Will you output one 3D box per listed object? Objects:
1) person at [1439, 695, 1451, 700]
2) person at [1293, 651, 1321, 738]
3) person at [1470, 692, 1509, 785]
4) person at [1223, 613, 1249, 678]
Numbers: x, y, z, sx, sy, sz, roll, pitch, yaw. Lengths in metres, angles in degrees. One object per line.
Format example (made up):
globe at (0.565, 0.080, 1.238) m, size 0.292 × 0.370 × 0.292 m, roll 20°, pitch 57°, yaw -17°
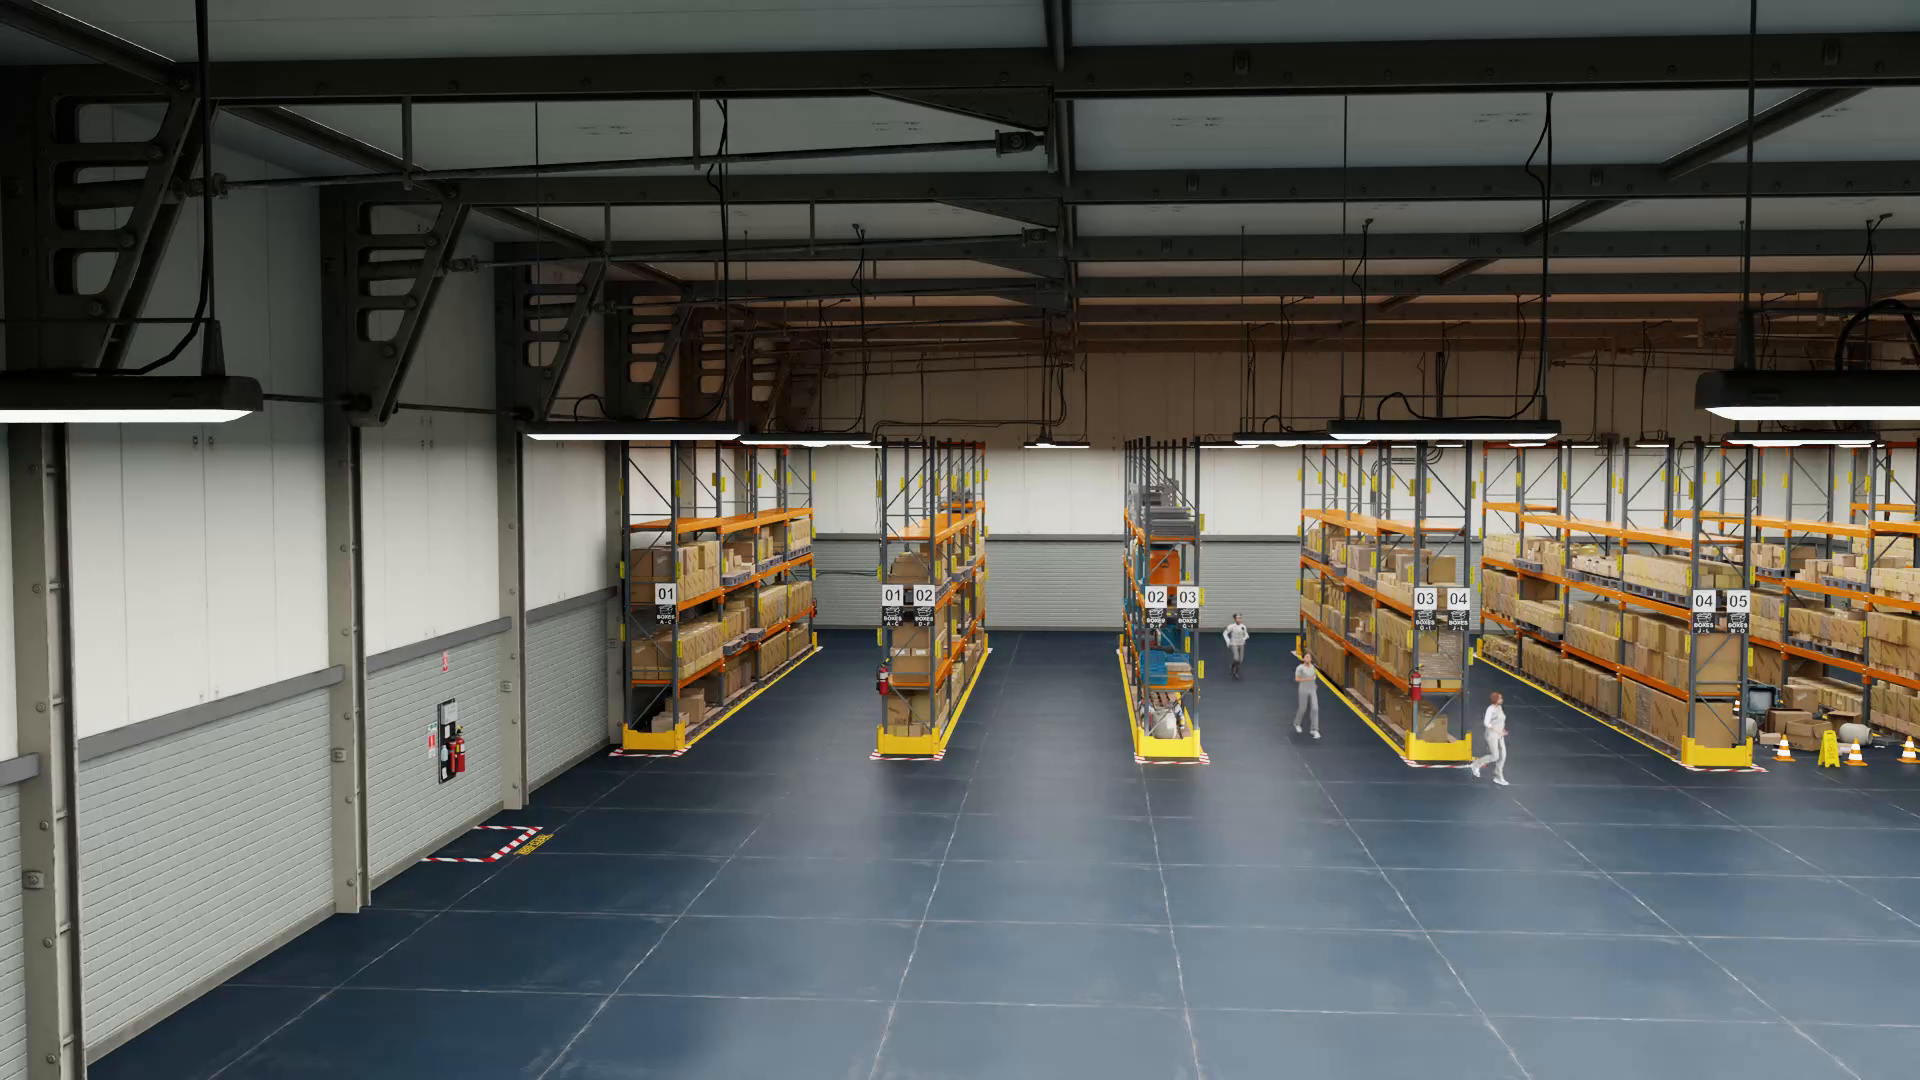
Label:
person at (11.247, 2.803, 38.291) m, size 0.647 × 1.736 × 0.597 m, roll 0°, pitch 3°, yaw -6°
person at (6.957, 3.077, 33.355) m, size 0.559 × 1.682 × 0.884 m, roll -1°, pitch 3°, yaw -16°
person at (9.174, 3.418, 28.700) m, size 0.669 × 1.571 × 0.566 m, roll 3°, pitch 4°, yaw 42°
person at (6.971, 2.656, 41.727) m, size 0.599 × 1.657 × 0.561 m, roll -1°, pitch 3°, yaw -10°
